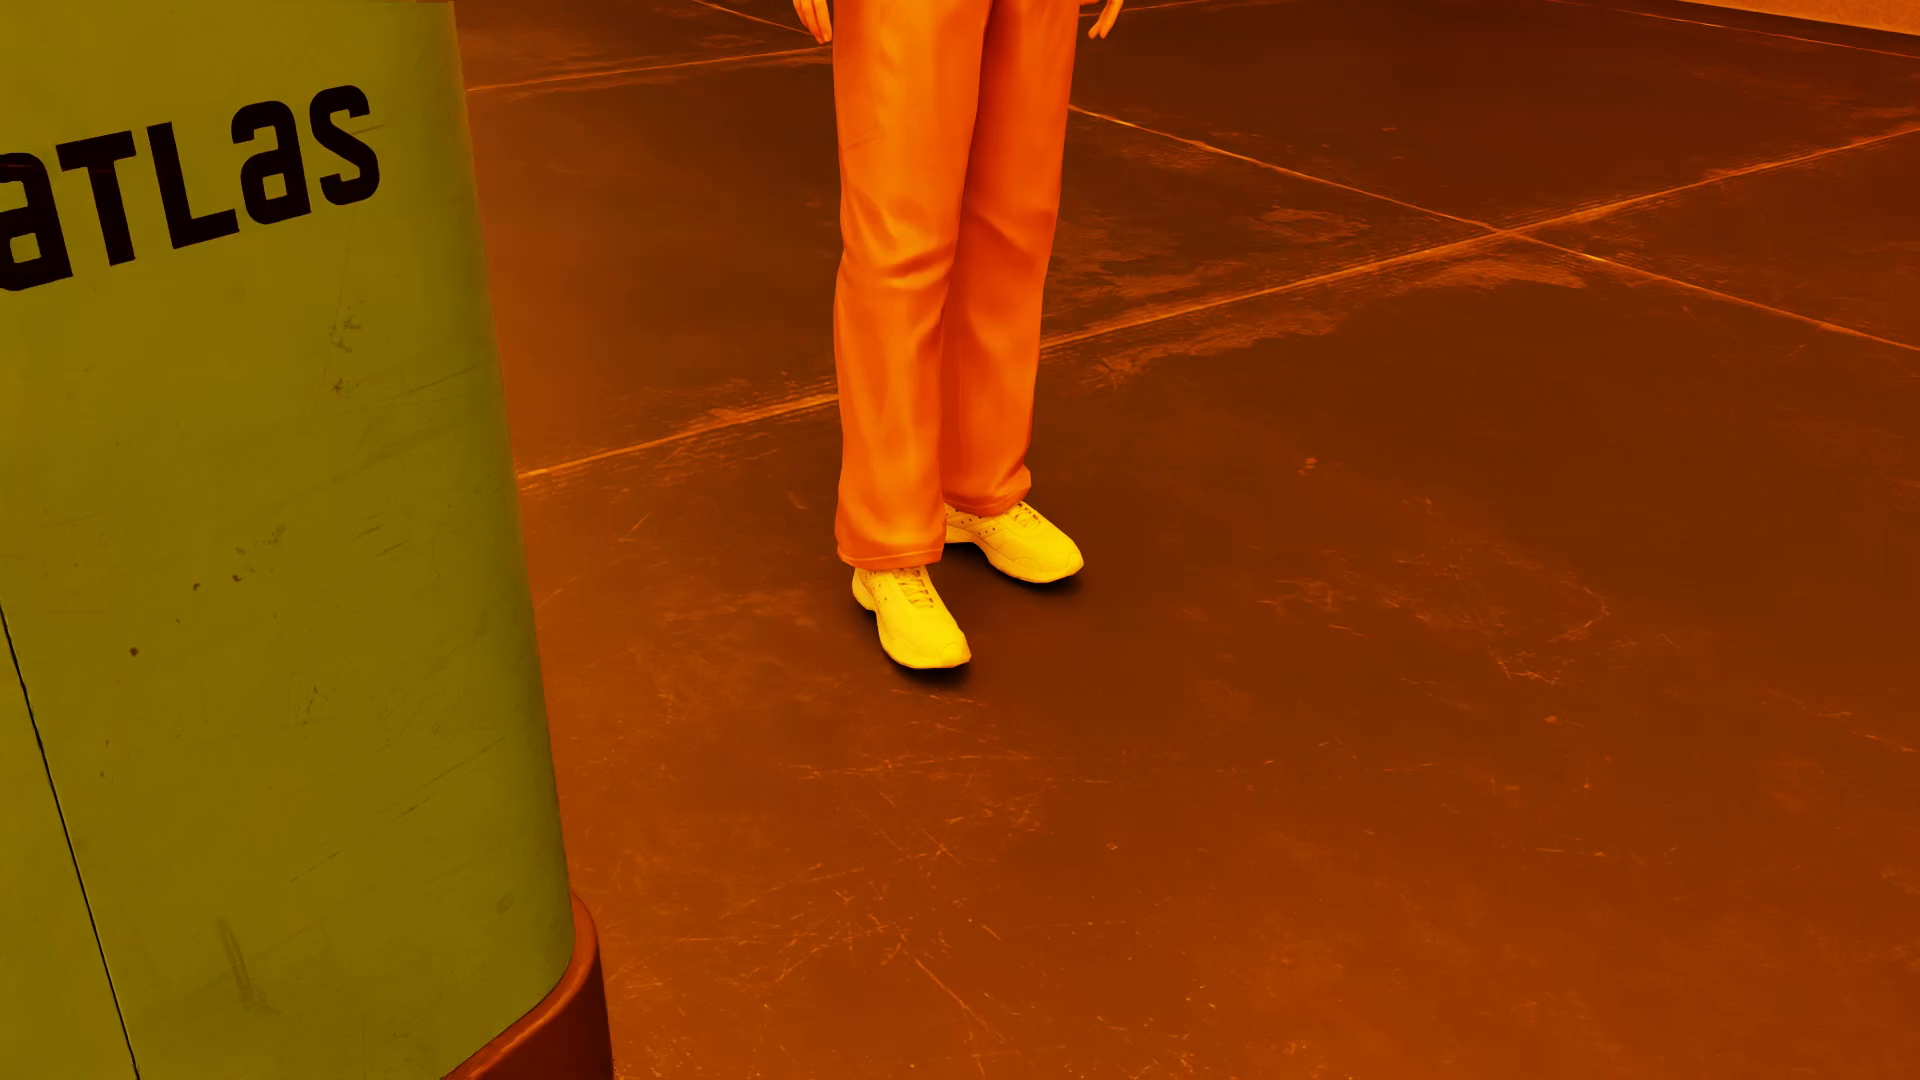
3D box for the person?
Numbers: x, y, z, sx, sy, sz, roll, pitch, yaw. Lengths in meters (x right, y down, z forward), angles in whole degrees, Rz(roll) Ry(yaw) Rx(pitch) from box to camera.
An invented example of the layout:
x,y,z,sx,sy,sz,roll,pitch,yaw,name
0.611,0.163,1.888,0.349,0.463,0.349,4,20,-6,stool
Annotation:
x,y,z,sx,sy,sz,roll,pitch,yaw,name
0.033,-0.725,2.061,0.553,1.673,0.548,-17,31,-31,person
